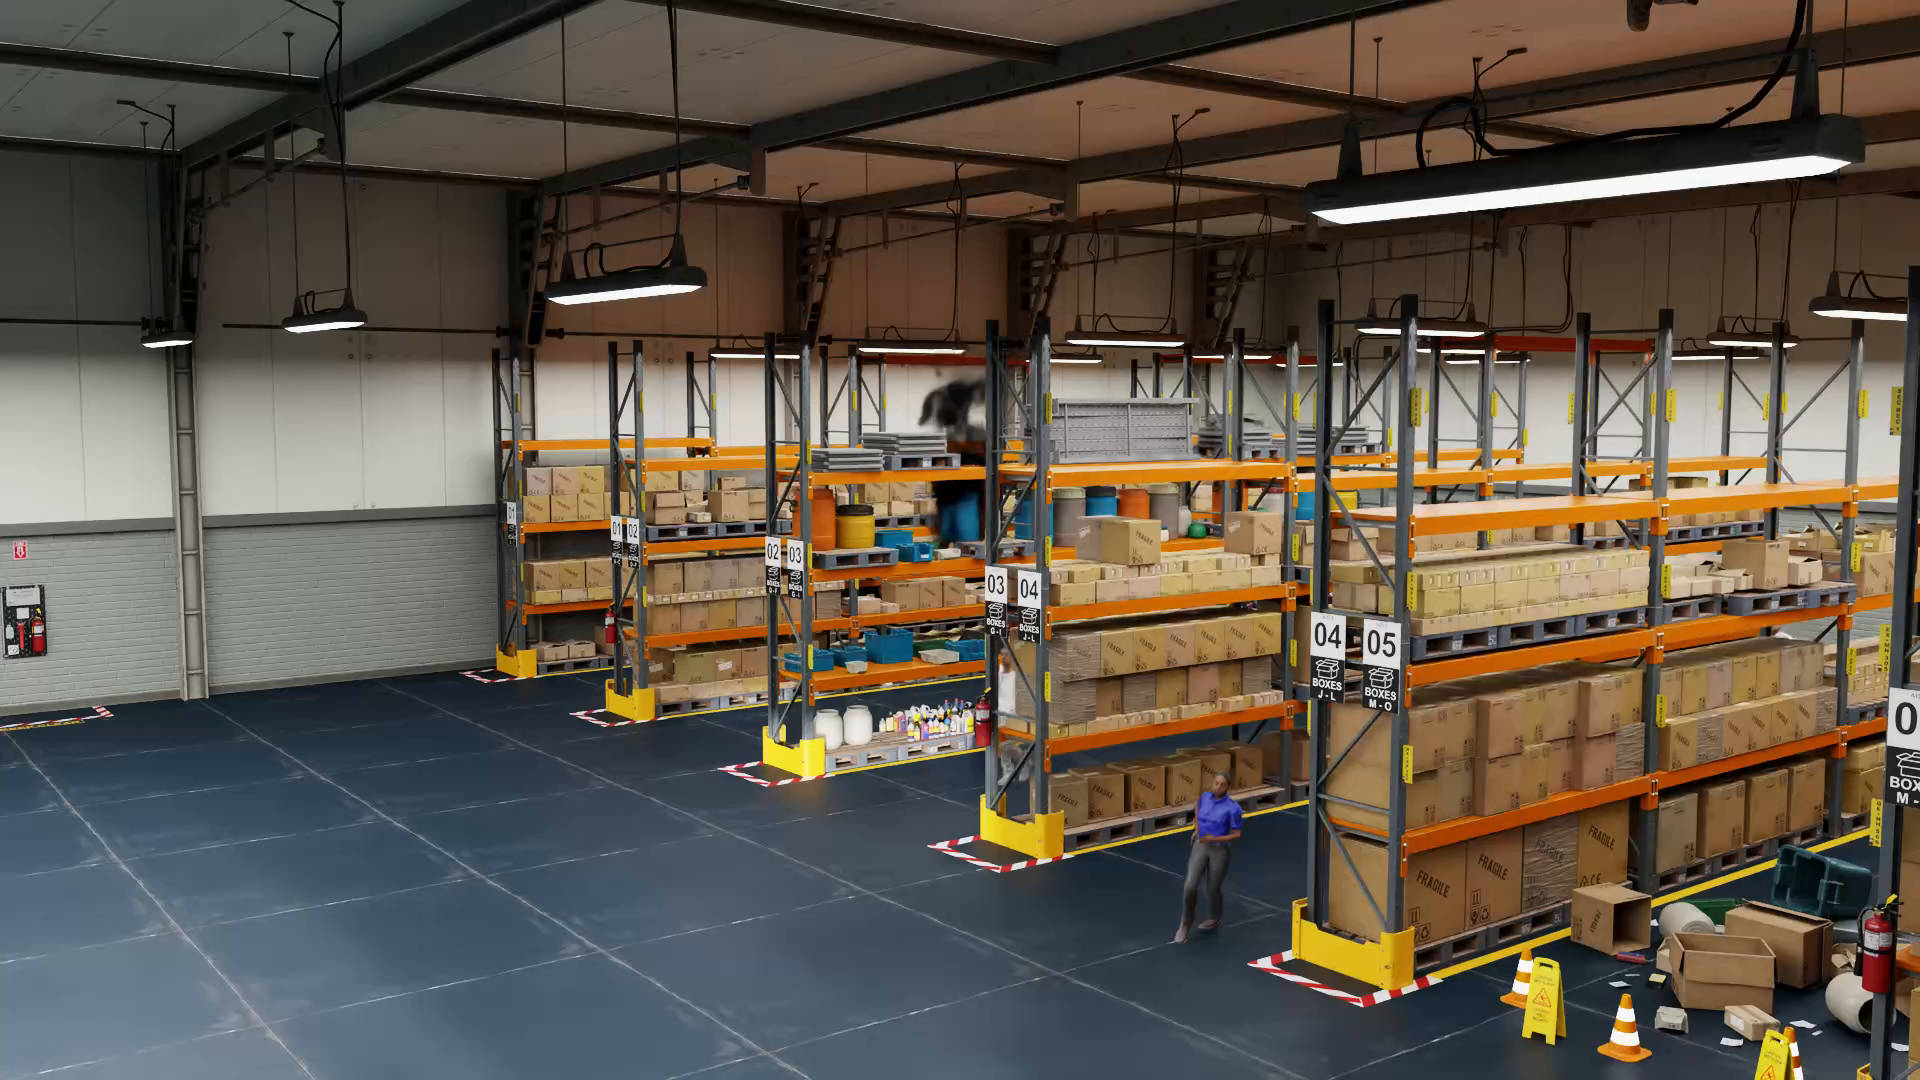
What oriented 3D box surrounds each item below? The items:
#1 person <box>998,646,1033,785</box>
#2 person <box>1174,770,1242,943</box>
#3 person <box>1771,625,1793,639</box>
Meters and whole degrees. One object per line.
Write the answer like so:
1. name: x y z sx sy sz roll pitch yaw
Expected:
1. person: 0.626 2.172 20.836 0.545 1.760 0.687 -4 7 -41
2. person: 2.396 2.987 15.727 0.598 1.673 0.684 3 6 30
3. person: 12.710 2.024 25.947 0.760 1.748 0.672 -3 6 -34
